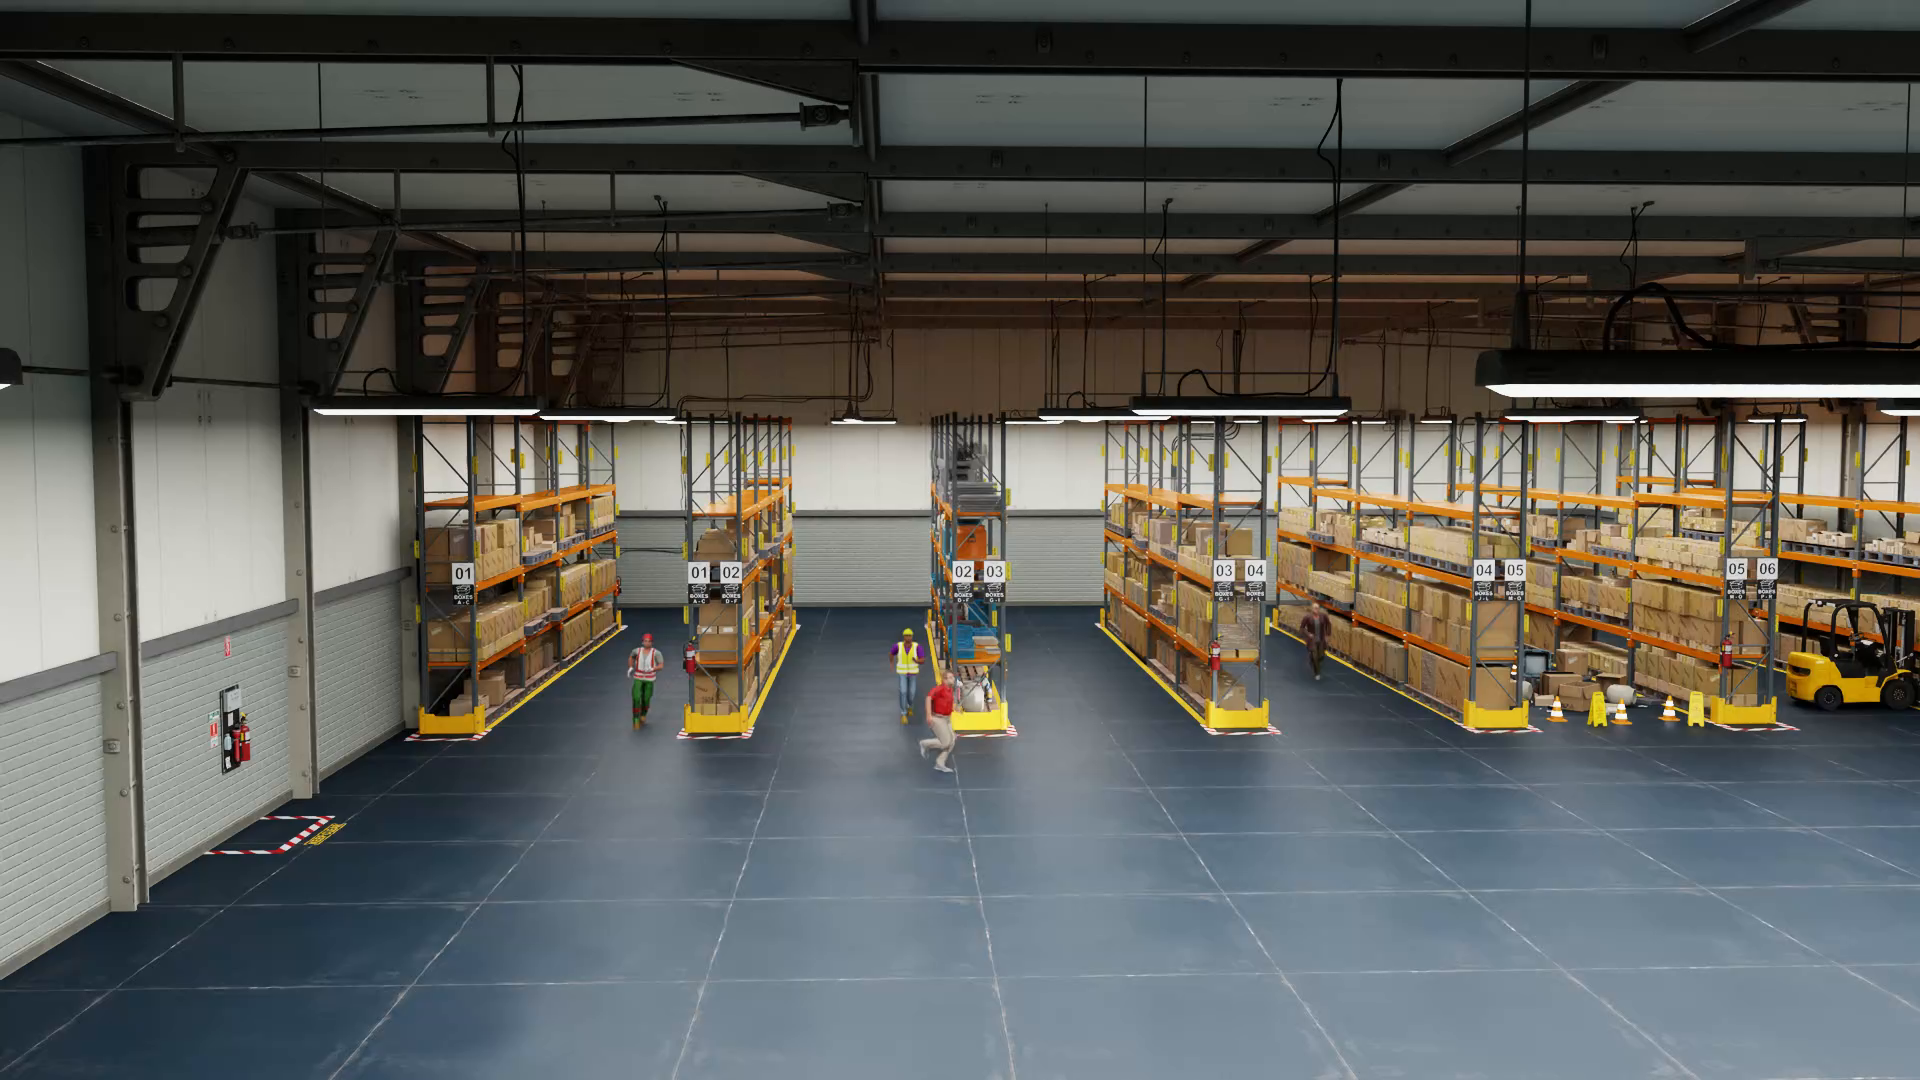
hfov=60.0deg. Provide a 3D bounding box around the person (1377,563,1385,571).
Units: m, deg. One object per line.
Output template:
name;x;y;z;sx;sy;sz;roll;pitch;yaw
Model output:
person;12.397;1.532;48.951;0.644;1.745;0.665;-1;4;-10

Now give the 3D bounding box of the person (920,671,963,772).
person;-0.308;3.022;27.668;0.705;1.686;0.702;2;4;24

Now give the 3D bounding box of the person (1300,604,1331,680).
person;8.092;2.303;37.887;0.748;1.739;0.750;0;4;-6

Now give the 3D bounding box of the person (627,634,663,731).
person;-5.991;2.689;31.691;0.683;1.829;0.889;-1;4;-8

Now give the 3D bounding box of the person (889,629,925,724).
person;-1.018;2.619;32.373;0.683;1.803;0.850;0;4;-6
